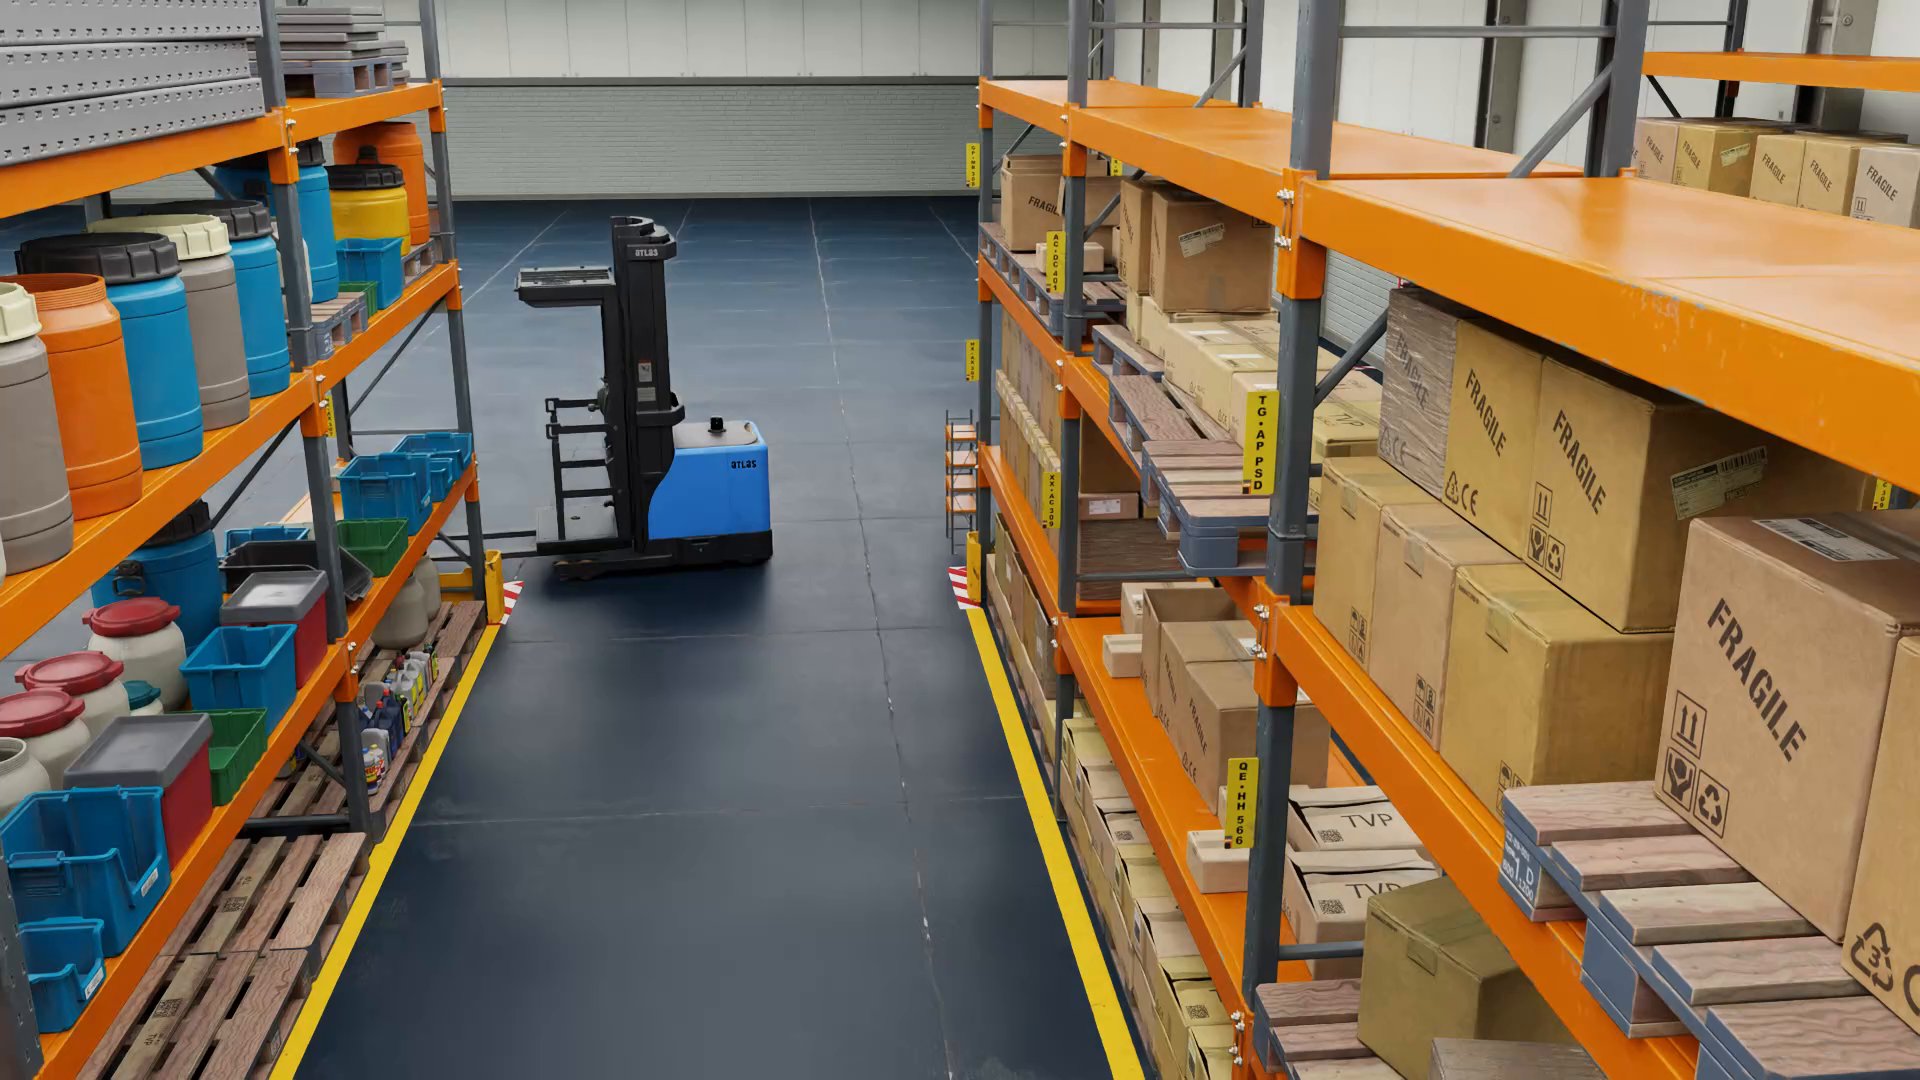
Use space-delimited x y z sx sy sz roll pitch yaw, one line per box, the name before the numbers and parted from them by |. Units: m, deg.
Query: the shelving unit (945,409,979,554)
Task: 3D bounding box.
shelving unit | 0.017 -0.523 14.840 0.258 1.200 0.503 -2 18 -6

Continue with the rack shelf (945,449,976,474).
rack shelf | 0.017 -0.672 14.793 0.258 0.148 0.480 -2 18 -6

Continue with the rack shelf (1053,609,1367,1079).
rack shelf | 1.271 1.150 7.708 1.077 0.370 4.000 -2 18 -6

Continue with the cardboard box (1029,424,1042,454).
cardboard box | 0.664 -0.678 11.080 0.380 0.149 0.250 -1 17 -4

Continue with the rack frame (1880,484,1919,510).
rack frame | 5.992 0.056 9.990 1.000 3.000 0.127 -2 18 -6

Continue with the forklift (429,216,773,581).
forklift | -3.208 -1.224 14.184 3.031 2.935 1.130 -4 18 -13

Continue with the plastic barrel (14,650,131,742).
plastic barrel | -3.906 0.808 7.369 0.433 0.535 0.433 0 17 0

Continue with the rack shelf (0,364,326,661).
rack shelf | -3.656 -0.130 6.775 1.077 0.370 4.000 -2 18 -6

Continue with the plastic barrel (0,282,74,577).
plastic barrel | -3.319 -0.367 5.495 0.600 0.901 0.600 0 17 0

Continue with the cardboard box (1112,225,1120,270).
cardboard box | 1.219 -1.764 9.995 0.500 0.311 0.500 -3 18 -9

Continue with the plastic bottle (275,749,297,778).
plastic bottle | -4.072 1.229 9.943 0.144 0.351 0.185 -2 18 -6

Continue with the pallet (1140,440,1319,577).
pallet | 1.318 -0.138 5.917 1.213 0.211 1.003 -1 17 -3

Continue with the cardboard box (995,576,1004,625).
cardboard box | 0.541 0.446 12.639 0.500 0.250 0.500 -2 18 -6

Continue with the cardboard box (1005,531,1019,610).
cardboard box | 0.604 0.237 12.053 0.500 0.500 0.500 -2 18 -6

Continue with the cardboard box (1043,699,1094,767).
cardboard box | 0.800 1.191 10.266 0.500 0.250 0.500 -2 18 -6

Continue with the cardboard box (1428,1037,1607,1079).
cardboard box | 1.559 1.617 4.151 0.700 0.500 0.500 1 17 5

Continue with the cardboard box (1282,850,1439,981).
cardboard box | 1.483 1.335 6.065 0.500 0.311 0.500 -1 17 -2

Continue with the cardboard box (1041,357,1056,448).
cardboard box | 0.908 -0.888 10.665 0.700 0.500 0.500 -2 18 -6

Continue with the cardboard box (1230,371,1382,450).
cardboard box | 1.302 -0.447 6.134 0.500 0.250 0.500 -1 17 -4

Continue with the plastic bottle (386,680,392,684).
plastic bottle | -3.731 1.013 10.880 0.097 0.201 0.097 0 17 0

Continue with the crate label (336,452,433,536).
crate label | -3.816 -0.306 11.085 0.502 0.435 0.616 -2 18 -6

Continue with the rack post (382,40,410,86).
rack post | -4.324 -3.224 11.257 0.937 0.300 0.954 0 17 0

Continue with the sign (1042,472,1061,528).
sign | 0.513 -0.223 9.301 0.100 0.325 0.005 -2 18 -6

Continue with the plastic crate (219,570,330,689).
plastic crate | -3.508 0.467 8.576 0.402 0.464 0.583 -2 18 -6

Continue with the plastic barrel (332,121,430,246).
plastic barrel | -4.099 -2.525 11.786 0.600 0.830 0.708 -2 18 -6

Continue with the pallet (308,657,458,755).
pallet | -4.019 1.127 11.234 1.003 0.211 1.213 -2 18 -6

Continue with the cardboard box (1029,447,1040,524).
cardboard box | 0.850 -0.428 11.366 0.700 0.500 0.500 -1 17 -4

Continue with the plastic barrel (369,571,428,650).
plastic barrel | -4.080 0.500 12.028 0.421 0.512 0.421 0 17 0

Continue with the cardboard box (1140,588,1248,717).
cardboard box | 1.182 0.549 8.253 0.500 0.500 0.500 -1 17 -2

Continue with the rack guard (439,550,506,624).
rack guard | -4.221 0.385 13.118 1.175 0.500 0.348 -2 18 -6

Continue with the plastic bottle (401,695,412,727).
plastic bottle | -3.558 1.093 10.625 0.097 0.201 0.097 0 17 0

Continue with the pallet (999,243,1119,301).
pallet | 0.828 -1.794 11.025 1.003 0.211 1.213 -2 18 -6

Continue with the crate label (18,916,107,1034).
crate label | -3.121 1.497 5.681 0.303 0.233 0.416 -2 18 -6

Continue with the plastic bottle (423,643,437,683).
plastic bottle | -3.620 0.825 11.343 0.061 0.283 0.133 -1 17 -4

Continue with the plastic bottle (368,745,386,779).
plastic bottle | -3.480 1.319 9.907 0.097 0.201 0.097 0 17 0

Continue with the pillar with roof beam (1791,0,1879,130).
pillar with roof beam | 2.230 -3.683 11.884 9.100 9.000 0.400 -2 18 -6

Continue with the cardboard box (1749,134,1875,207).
cardboard box | 5.539 -2.368 10.835 0.500 0.500 0.500 -2 18 -8

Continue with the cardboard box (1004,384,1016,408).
cardboard box | 0.533 -1.062 12.302 0.380 0.149 0.250 -2 18 -5

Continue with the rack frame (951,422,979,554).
rack frame | 0.042 -0.450 14.609 0.240 1.200 0.015 -2 18 -6

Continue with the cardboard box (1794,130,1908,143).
cardboard box | 6.024 -2.521 11.320 0.500 0.500 0.500 -2 18 -6

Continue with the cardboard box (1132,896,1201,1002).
cardboard box | 1.069 1.793 7.412 0.500 0.311 0.500 -2 18 -6

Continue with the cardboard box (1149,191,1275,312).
cardboard box | 1.171 -1.353 7.769 0.500 0.500 0.500 0 17 0

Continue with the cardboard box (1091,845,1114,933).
cardboard box | 0.967 1.756 8.464 0.500 0.250 0.500 -2 18 -7

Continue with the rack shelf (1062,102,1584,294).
rack shelf | 1.271 -1.522 6.870 1.077 0.370 4.000 -2 18 -6

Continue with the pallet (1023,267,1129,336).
pallet | 0.951 -1.432 9.869 1.003 0.211 1.213 -2 18 -6

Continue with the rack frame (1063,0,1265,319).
rack frame | 1.065 -2.652 8.600 1.000 3.000 0.127 -2 18 -6

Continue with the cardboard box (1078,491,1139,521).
cardboard box | 0.824 -0.221 9.623 0.380 0.149 0.250 -2 18 -6

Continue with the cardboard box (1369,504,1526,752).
cardboard box | 1.608 0.204 4.344 0.910 0.500 0.500 -2 18 -6

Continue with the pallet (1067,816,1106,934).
pallet | 1.180 1.759 9.221 1.003 0.211 1.213 -2 18 -6
